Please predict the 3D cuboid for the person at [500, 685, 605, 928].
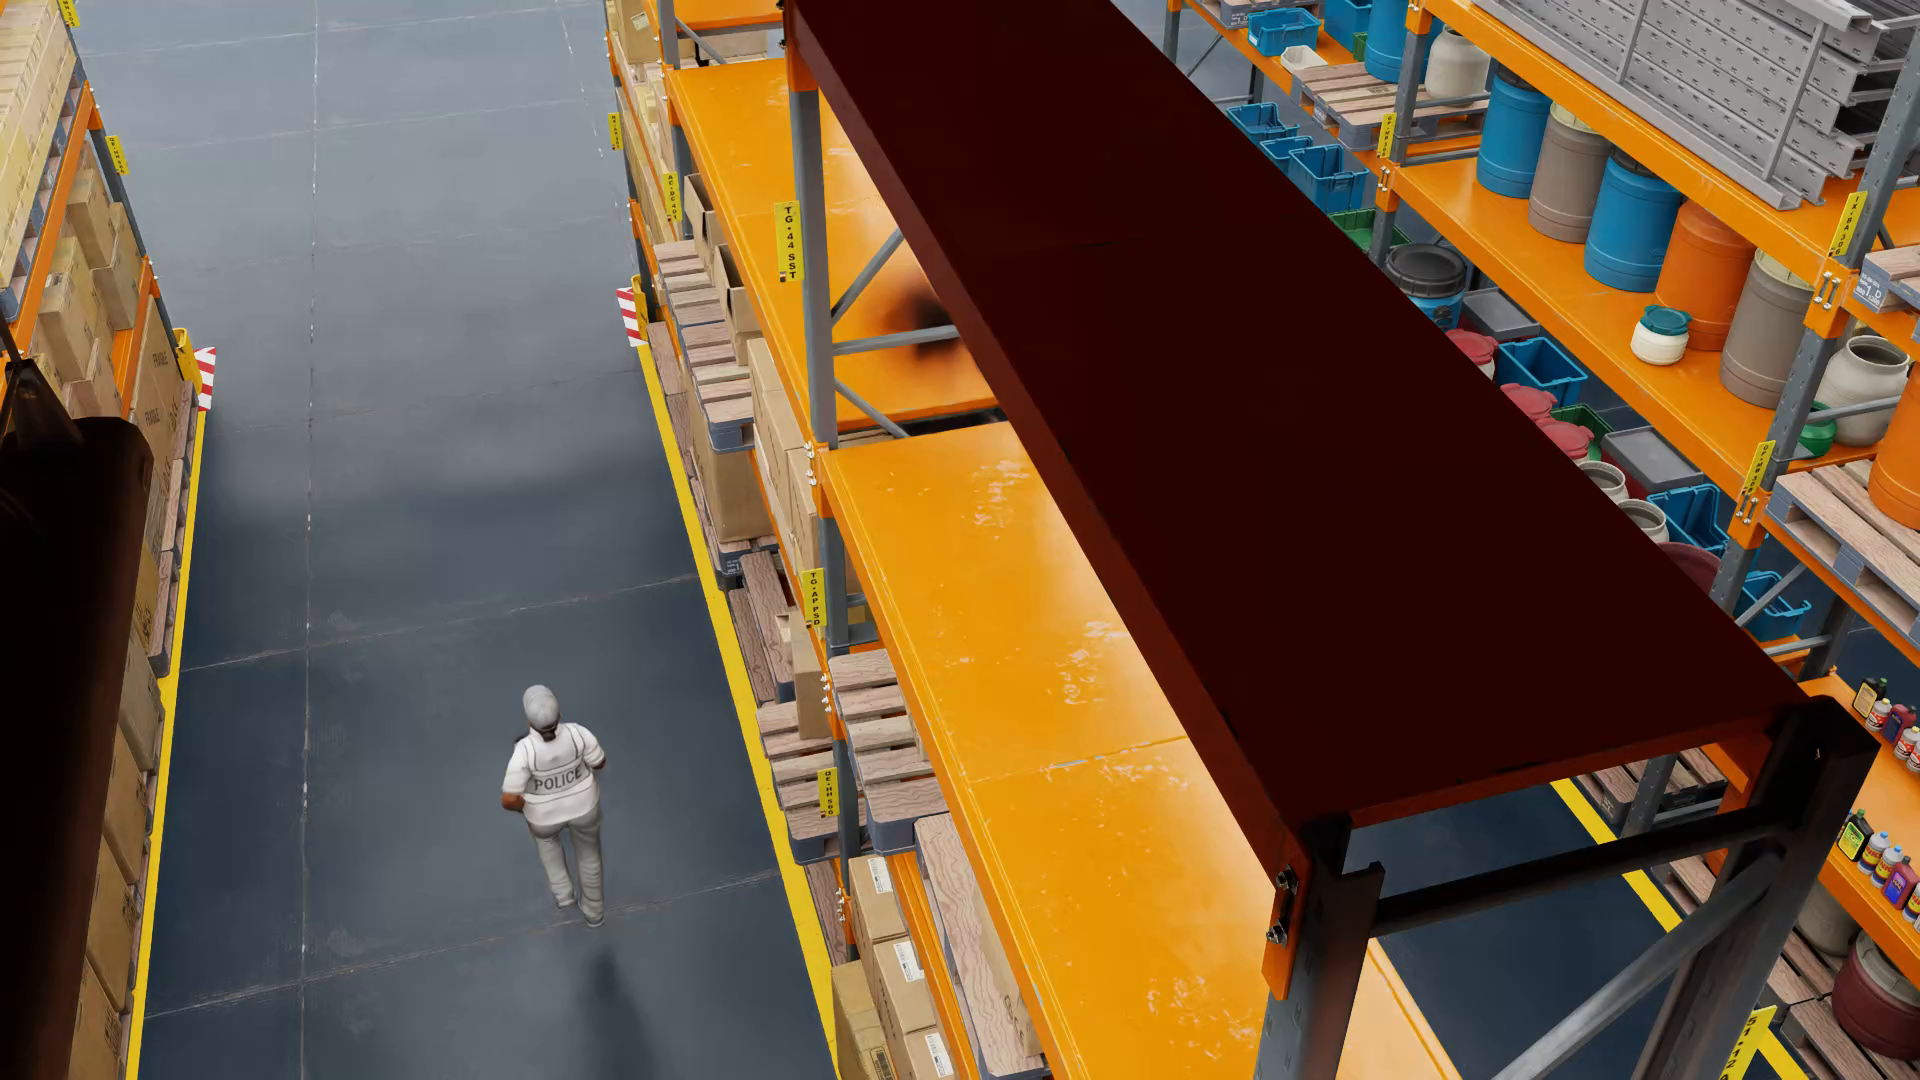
[{"bbox_3d":[-2.234,1.460,9.240,0.587,1.732,0.606,-14,40,-17],"label":"person"}]
